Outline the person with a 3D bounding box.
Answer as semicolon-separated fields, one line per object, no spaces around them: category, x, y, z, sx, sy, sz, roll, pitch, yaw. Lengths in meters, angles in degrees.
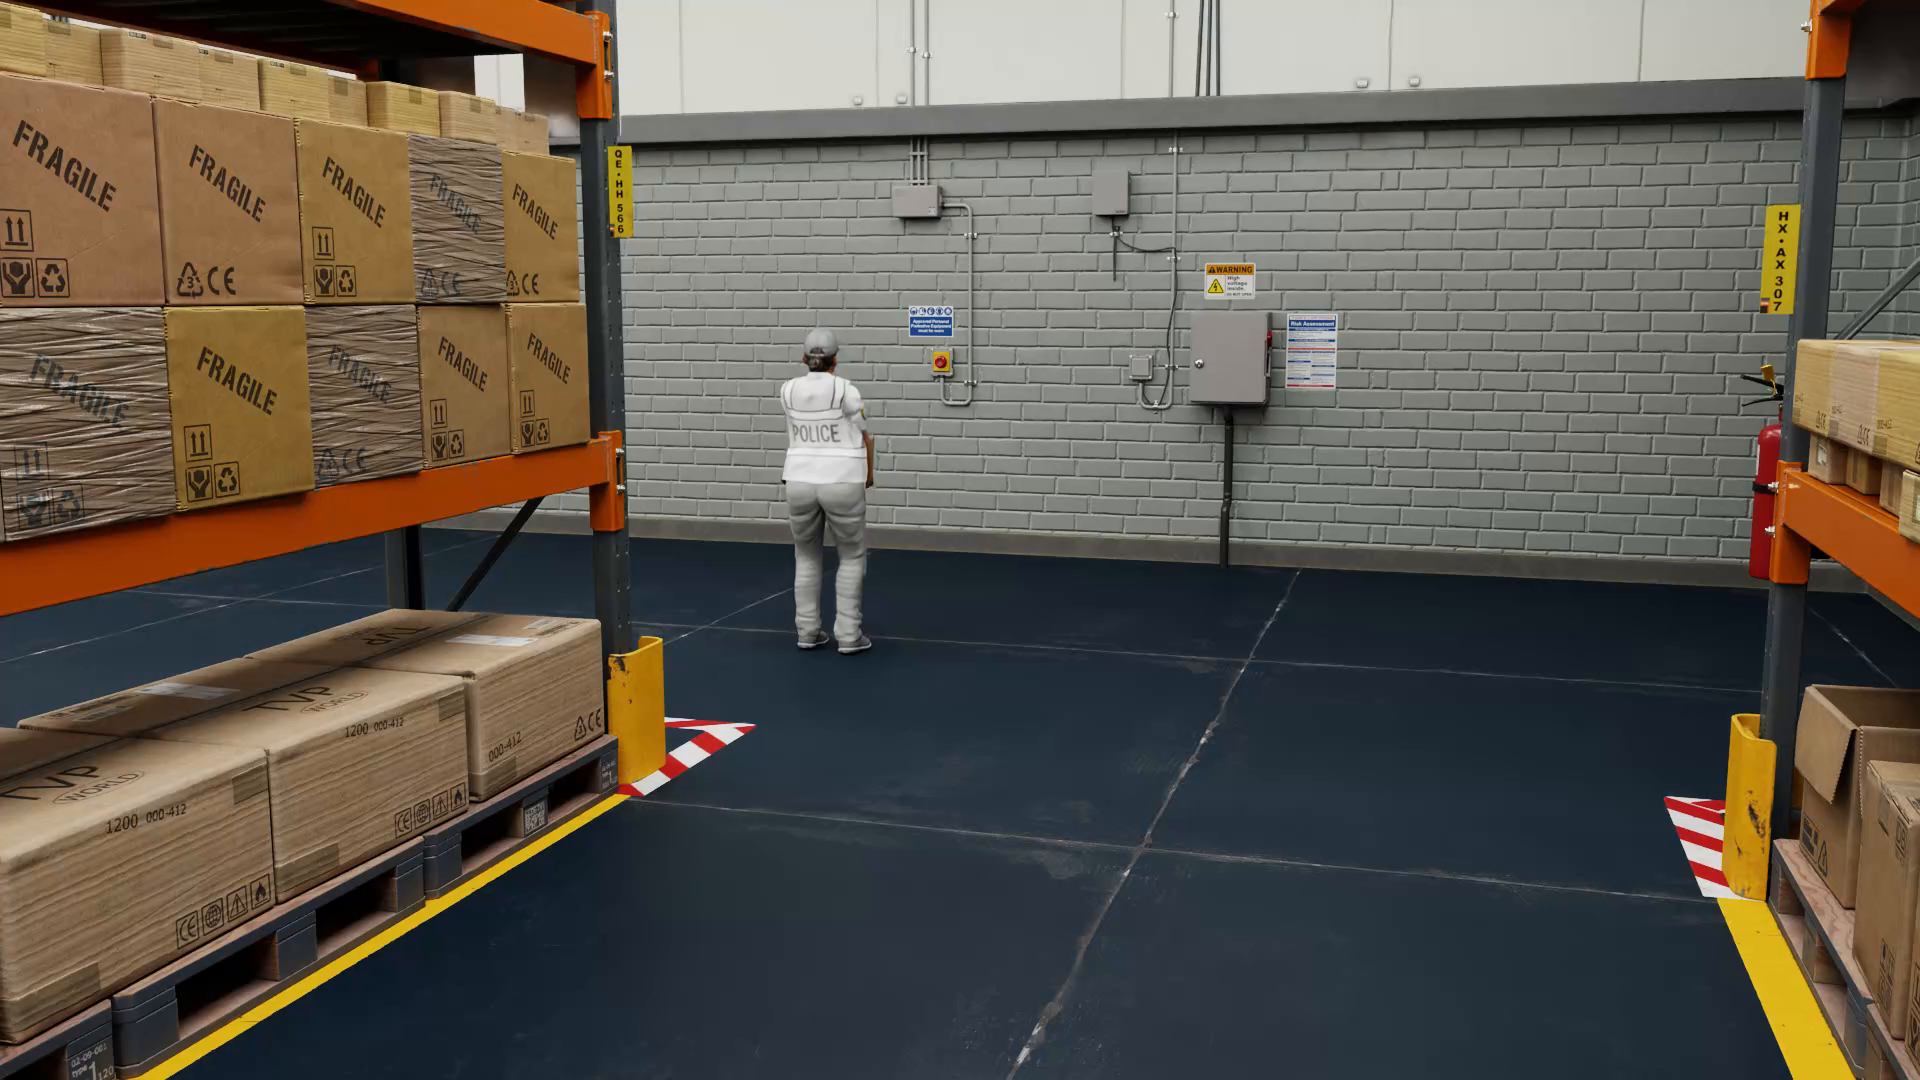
person;-0.674;-0.257;8.595;0.452;1.663;0.542;2;9;16
